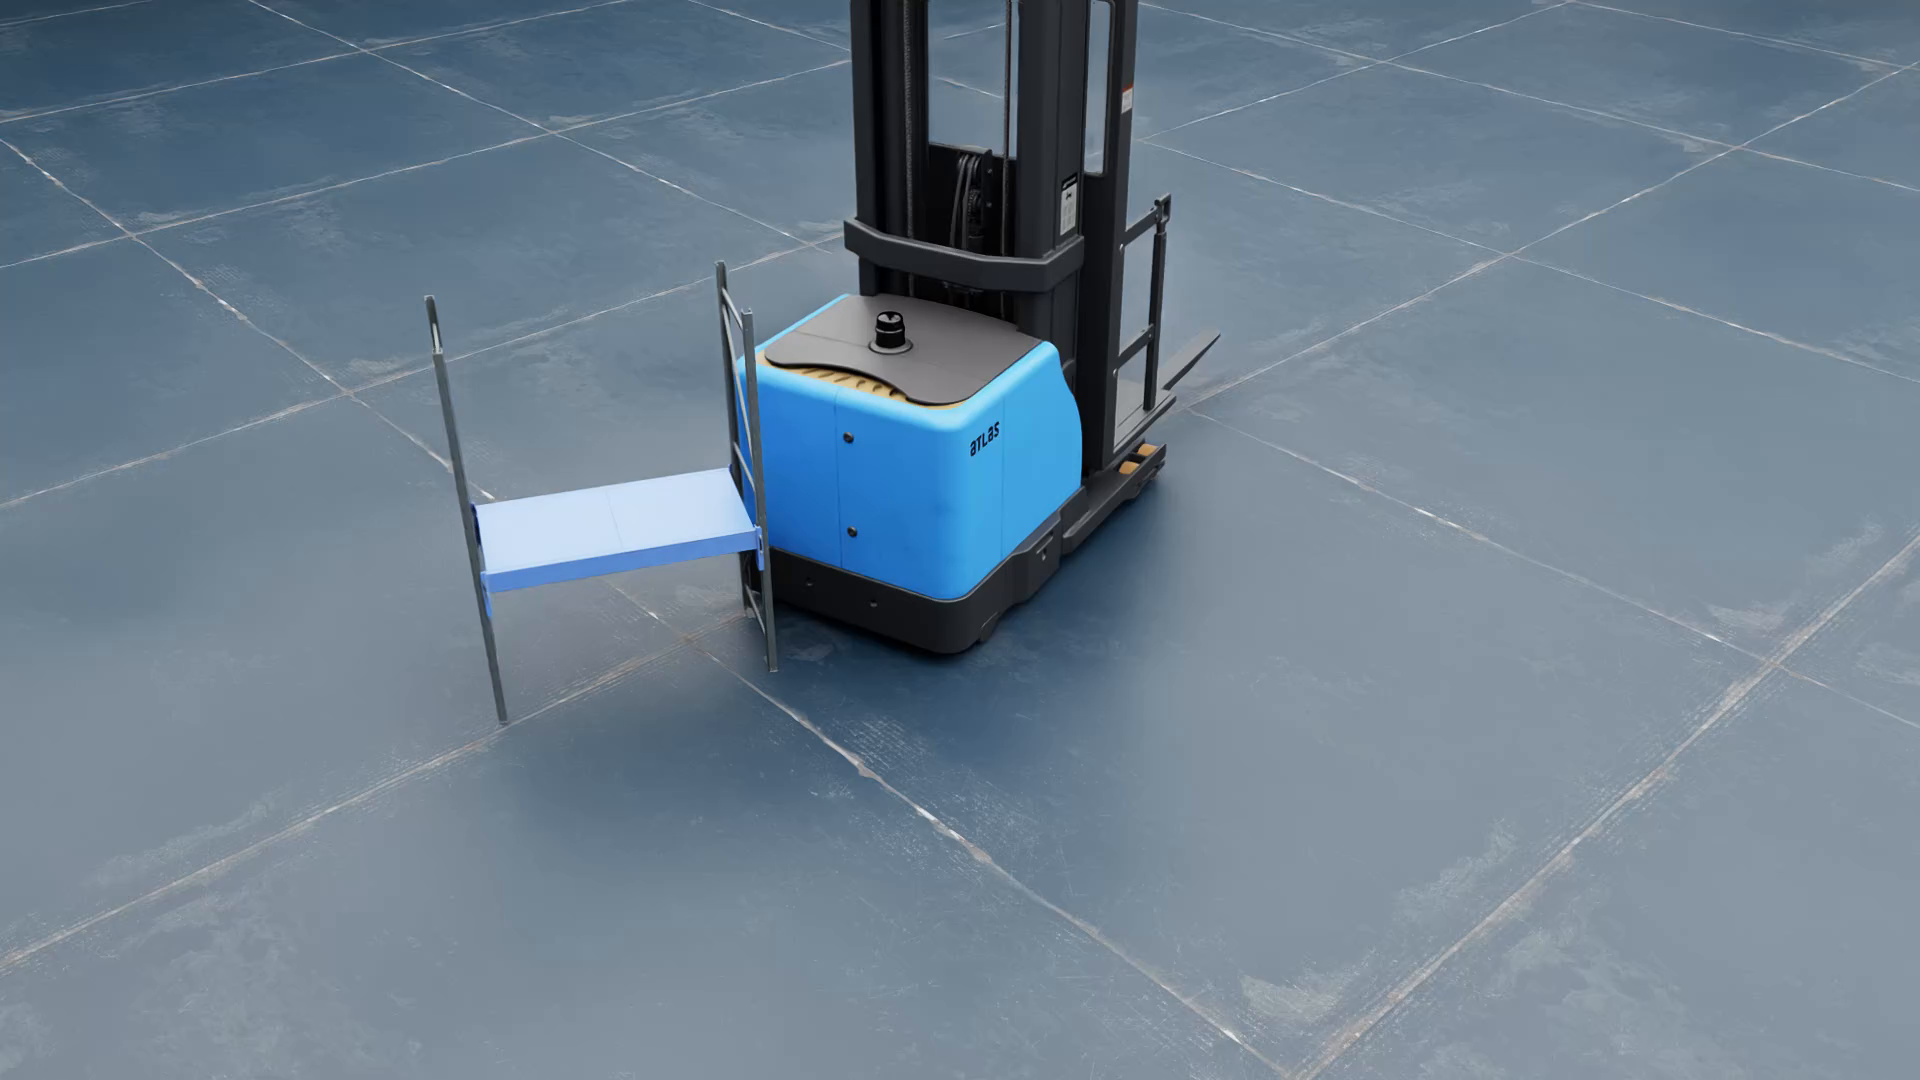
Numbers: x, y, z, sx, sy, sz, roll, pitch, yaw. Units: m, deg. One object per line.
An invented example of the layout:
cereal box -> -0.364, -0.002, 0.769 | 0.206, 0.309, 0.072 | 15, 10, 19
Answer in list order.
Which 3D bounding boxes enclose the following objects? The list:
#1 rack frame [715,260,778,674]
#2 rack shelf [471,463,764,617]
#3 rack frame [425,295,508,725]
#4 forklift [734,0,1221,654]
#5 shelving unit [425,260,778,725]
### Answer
rack frame -> -0.795, -0.250, 6.221 | 0.032, 1.500, 0.500 | -10, 33, -15
rack shelf -> -1.278, -0.013, 6.179 | 1.000, 0.185, 0.538 | -10, 33, -15
rack frame -> -1.761, -0.084, 5.949 | 0.032, 1.500, 0.500 | -10, 33, -15
forklift -> 0.297, -1.551, 6.976 | 1.130, 2.935, 3.031 | 17, 35, 25
shelving unit -> -1.278, -0.167, 6.085 | 1.048, 1.500, 0.538 | -10, 33, -15
